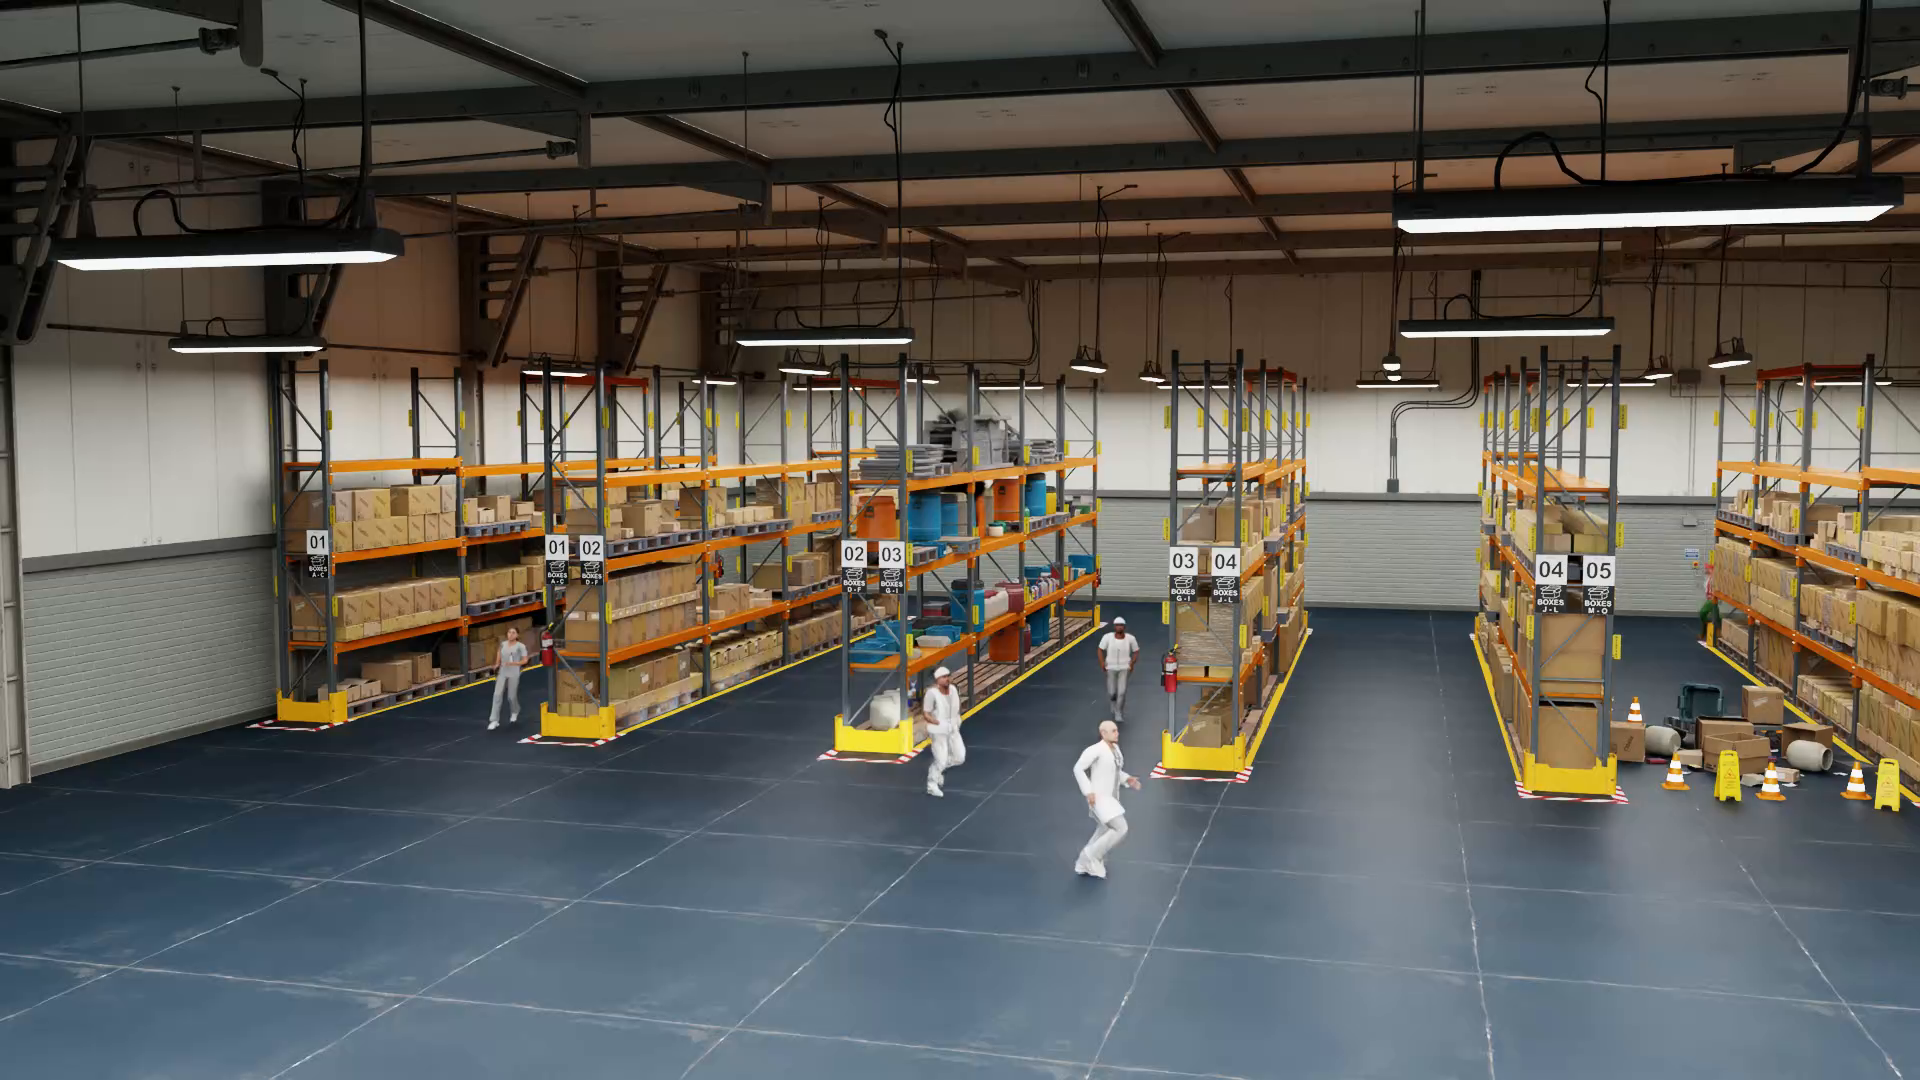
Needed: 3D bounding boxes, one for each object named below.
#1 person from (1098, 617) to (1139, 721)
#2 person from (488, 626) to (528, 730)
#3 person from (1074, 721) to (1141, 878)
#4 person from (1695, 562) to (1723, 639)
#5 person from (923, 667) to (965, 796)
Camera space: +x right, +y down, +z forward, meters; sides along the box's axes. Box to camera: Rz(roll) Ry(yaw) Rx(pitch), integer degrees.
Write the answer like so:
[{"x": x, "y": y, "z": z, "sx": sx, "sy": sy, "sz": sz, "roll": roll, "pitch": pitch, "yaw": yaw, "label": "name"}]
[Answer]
[{"x": 2.648, "y": 2.144, "z": 27.809, "sx": 0.688, "sy": 1.728, "sz": 0.565, "roll": 1, "pitch": 4, "yaw": 8, "label": "person"}, {"x": -7.293, "y": 2.199, "z": 26.993, "sx": 0.590, "sy": 1.633, "sz": 0.994, "roll": 0, "pitch": 4, "yaw": 7, "label": "person"}, {"x": 1.597, "y": 2.863, "z": 18.128, "sx": 0.760, "sy": 1.646, "sz": 0.627, "roll": 2, "pitch": 5, "yaw": 30, "label": "person"}, {"x": 17.219, "y": 1.397, "z": 38.006, "sx": 0.765, "sy": 1.806, "sz": 0.648, "roll": 1, "pitch": 4, "yaw": 19, "label": "person"}, {"x": -0.174, "y": 2.549, "z": 22.106, "sx": 0.723, "sy": 1.736, "sz": 0.635, "roll": -3, "pitch": 5, "yaw": -40, "label": "person"}]
